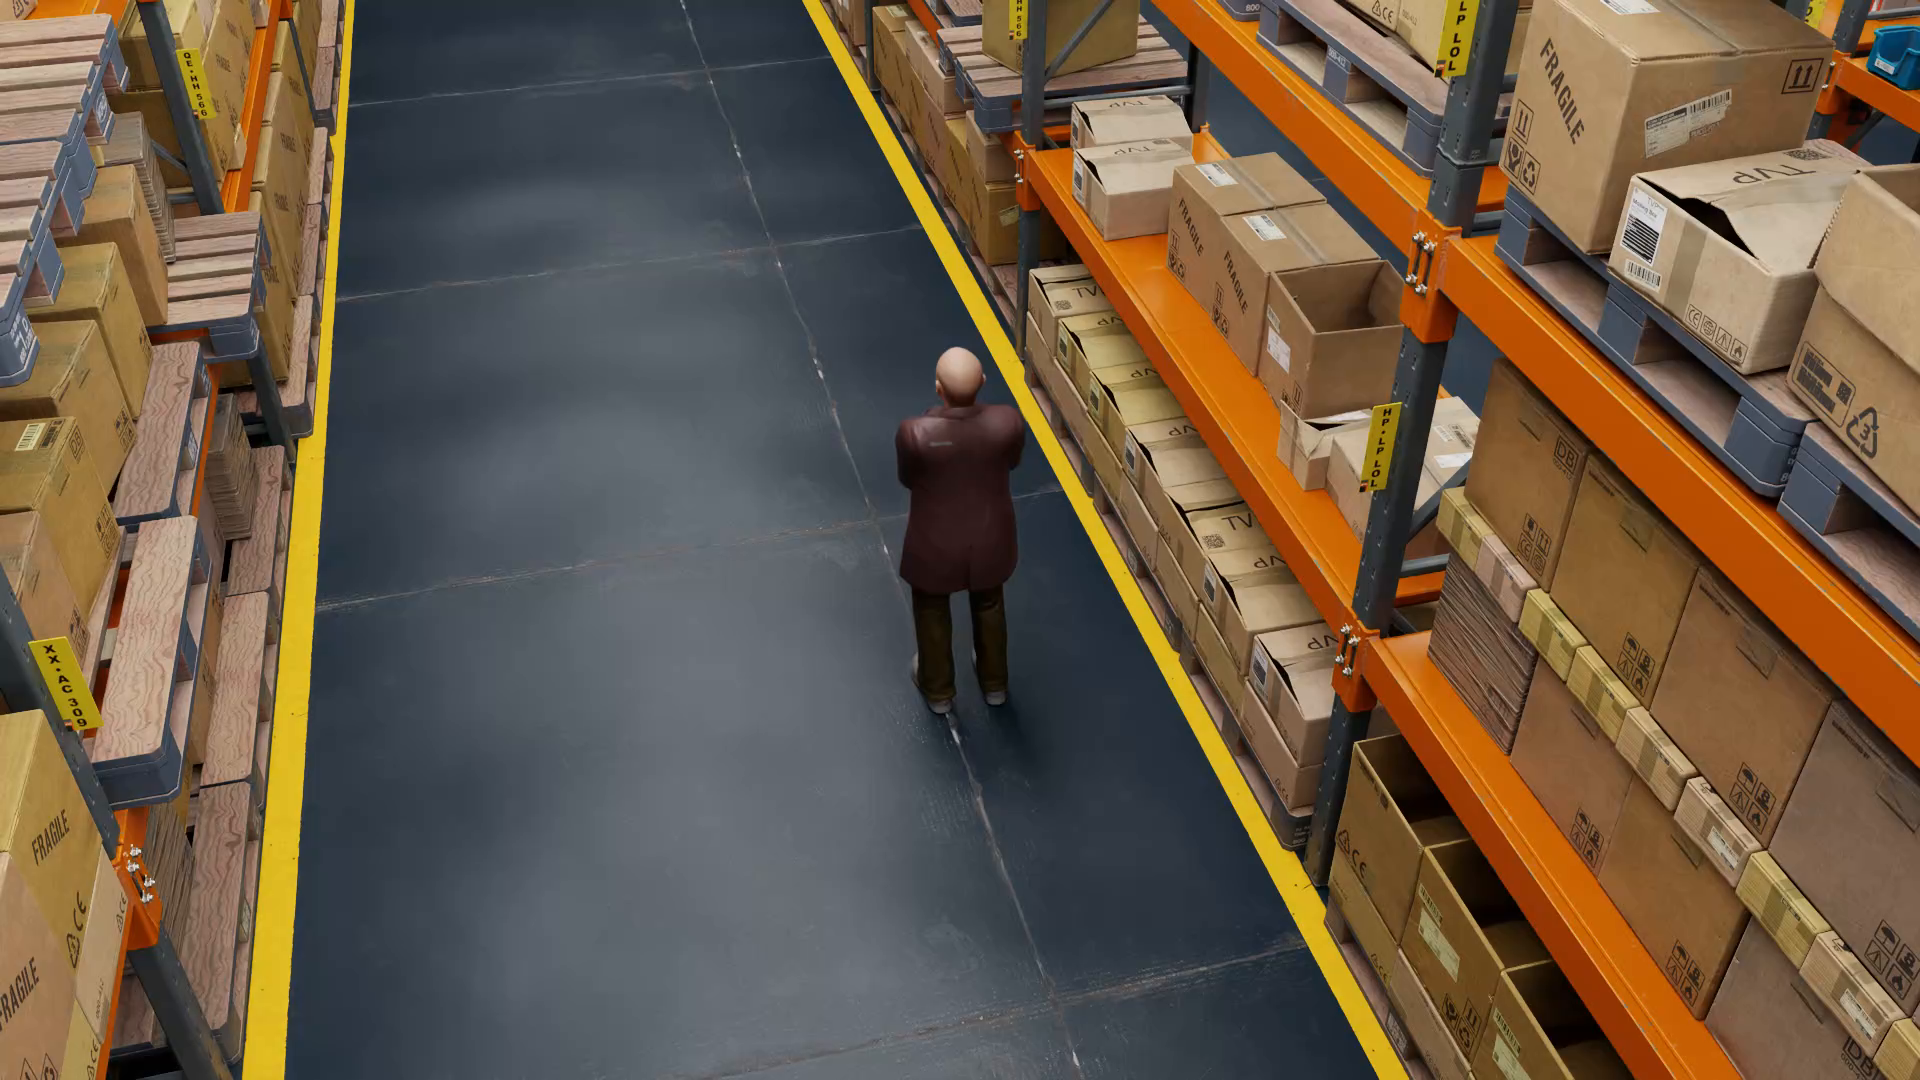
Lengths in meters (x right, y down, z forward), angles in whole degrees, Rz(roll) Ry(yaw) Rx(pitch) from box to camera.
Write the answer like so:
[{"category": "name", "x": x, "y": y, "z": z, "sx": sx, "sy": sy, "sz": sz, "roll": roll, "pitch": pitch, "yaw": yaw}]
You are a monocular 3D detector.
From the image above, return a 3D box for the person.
[{"category": "person", "x": -0.027, "y": -0.101, "z": 6.862, "sx": 0.529, "sy": 1.770, "sz": 0.552, "roll": -8, "pitch": 38, "yaw": -11}]
